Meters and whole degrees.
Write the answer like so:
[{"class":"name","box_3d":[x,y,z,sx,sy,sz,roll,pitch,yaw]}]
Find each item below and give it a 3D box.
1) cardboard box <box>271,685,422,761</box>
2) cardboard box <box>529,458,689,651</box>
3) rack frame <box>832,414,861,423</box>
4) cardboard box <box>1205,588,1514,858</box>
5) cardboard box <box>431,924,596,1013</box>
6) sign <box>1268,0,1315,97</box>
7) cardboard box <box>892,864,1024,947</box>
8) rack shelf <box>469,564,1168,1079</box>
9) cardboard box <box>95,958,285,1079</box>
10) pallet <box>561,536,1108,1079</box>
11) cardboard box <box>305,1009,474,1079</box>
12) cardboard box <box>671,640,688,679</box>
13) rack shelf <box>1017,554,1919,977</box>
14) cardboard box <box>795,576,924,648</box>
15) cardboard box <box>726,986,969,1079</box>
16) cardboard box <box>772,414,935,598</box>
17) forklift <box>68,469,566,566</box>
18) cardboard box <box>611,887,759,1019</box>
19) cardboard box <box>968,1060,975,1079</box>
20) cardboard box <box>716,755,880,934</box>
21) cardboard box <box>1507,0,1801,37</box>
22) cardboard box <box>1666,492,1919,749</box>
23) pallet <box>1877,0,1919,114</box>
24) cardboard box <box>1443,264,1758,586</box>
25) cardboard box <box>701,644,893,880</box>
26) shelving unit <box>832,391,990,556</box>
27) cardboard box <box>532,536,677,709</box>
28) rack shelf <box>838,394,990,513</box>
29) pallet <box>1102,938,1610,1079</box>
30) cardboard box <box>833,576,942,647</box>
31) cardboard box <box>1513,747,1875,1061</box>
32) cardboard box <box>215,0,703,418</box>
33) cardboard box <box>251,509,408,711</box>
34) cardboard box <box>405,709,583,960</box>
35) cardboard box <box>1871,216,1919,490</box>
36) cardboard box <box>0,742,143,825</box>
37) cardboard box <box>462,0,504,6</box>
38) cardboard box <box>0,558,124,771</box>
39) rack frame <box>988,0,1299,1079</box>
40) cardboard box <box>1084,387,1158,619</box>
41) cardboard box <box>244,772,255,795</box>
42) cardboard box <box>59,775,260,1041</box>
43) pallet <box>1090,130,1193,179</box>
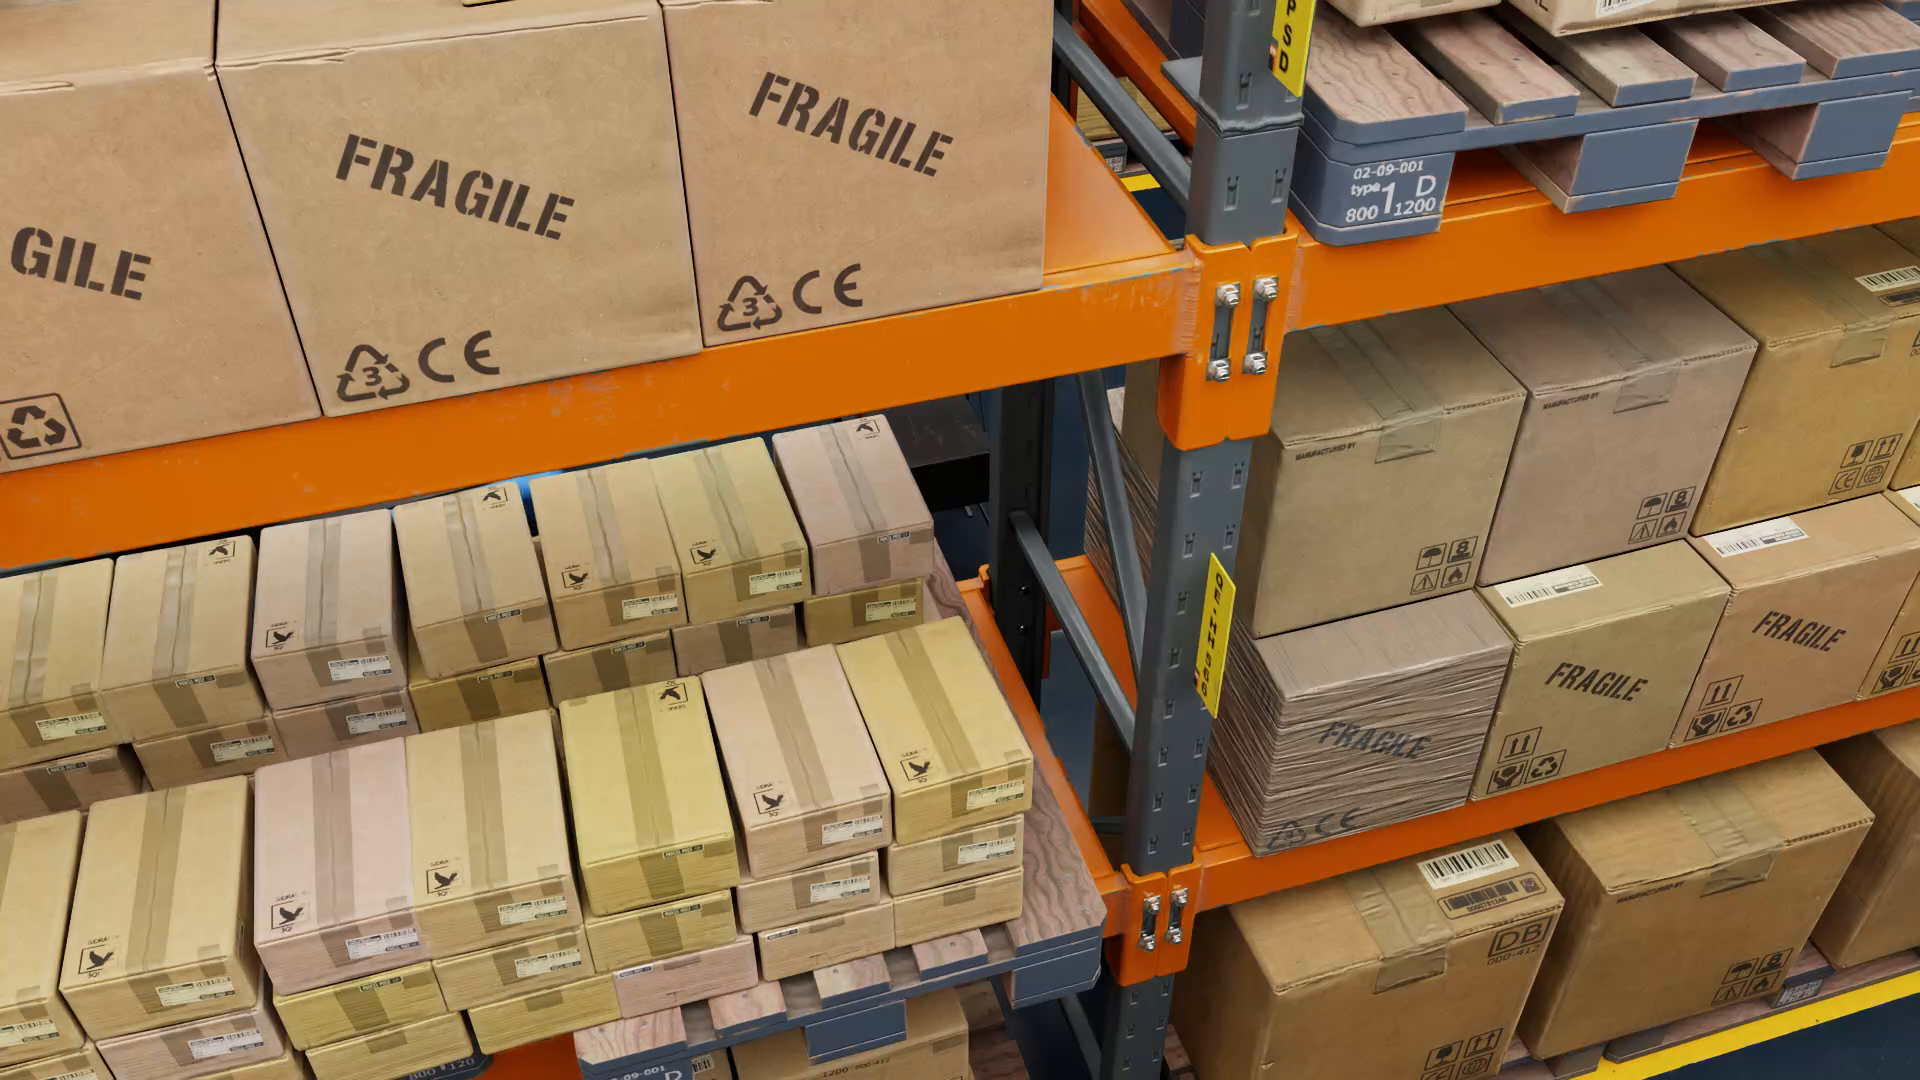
[{"class":"cardboard box","box_3d":[-1.234,0.242,3.339,0.250,0.149,0.380,-12,42,-13]},{"class":"cardboard box","box_3d":[-0.713,0.022,3.364,0.250,0.149,0.380,-12,43,-13]},{"class":"rack frame","box_3d":[-0.391,-0.710,5.467,0.015,2.100,0.400,-12,42,-13]},{"class":"cardboard box","box_3d":[0.786,0.283,3.570,0.500,0.500,0.500,-11,42,-13]},{"class":"cardboard box","box_3d":[-0.800,0.604,2.924,0.250,0.149,0.380,-12,42,-13]},{"class":"sign","box_3d":[0.438,-0.744,2.148,0.005,0.325,0.100,-12,42,-13]},{"class":"cardboard box","box_3d":[-0.055,0.562,3.198,0.250,0.149,0.380,-11,42,-12]},{"class":"rack shelf","box_3d":[-1.630,0.906,3.480,4.000,0.370,1.077,-12,42,-13]},{"class":"cardboard box","box_3d":[-1.287,0.704,2.810,0.250,0.149,0.380,-11,42,-12]},{"class":"pallet","box_3d":[-0.371,0.520,3.521,1.003,0.211,1.213,-12,42,-13]},{"class":"cardboard box","box_3d":[-1.033,0.762,2.969,0.250,0.149,0.380,-13,43,-15]},{"class":"cardboard box","box_3d":[-0.723,0.245,3.562,0.250,0.149,0.380,-10,42,-11]},{"class":"rack shelf","box_3d":[2.185,0.115,4.385,4.000,0.370,1.077,-12,42,-13]},{"class":"cardboard box","box_3d":[-0.244,0.034,3.577,0.250,0.149,0.380,-10,42,-11]},{"class":"cardboard box","box_3d":[-0.296,1.040,3.790,0.500,0.250,0.500,-13,43,-14]},{"class":"cardboard box","box_3d":[-0.226,-0.077,3.478,0.250,0.149,0.380,-12,42,-13]},{"class":"forklift","box_3d":[-2.713,-0.389,4.468,3.031,2.935,1.130,-16,44,-18]},{"class":"cardboard box","box_3d":[-0.538,0.661,3.085,0.250,0.149,0.380,-11,42,-12]},{"class":"cardboard box","box_3d":[-0.272,1.317,4.043,0.500,0.500,0.500,-12,43,-13]},{"class":"cardboard box","box_3d":[-0.311,0.501,3.042,0.250,0.149,0.380,-10,42,-11]},{"class":"cardboard box","box_3d":[1.034,-1.057,2.573,0.500,0.311,0.500,-12,42,-13]},{"class":"cardboard box","box_3d":[1.752,0.081,3.801,0.500,0.500,0.500,-12,42,-13]},{"class":"pallet","box_3d":[1.941,-1.202,3.210,1.213,0.211,1.003,-10,42,-11]},{"class":"cardboard box","box_3d":[1.190,-0.358,3.544,0.500,0.500,0.700,-12,43,-14]},{"class":"cardboard box","box_3d":[-0.293,0.385,2.949,0.250,0.149,0.380,-12,43,-14]},{"class":"shelving unit","box_3d":[-0.158,-0.758,5.522,0.503,2.100,0.431,-12,42,-13]},{"class":"cardboard box","box_3d":[-0.756,0.143,3.452,0.250,0.149,0.380,-13,43,-14]},{"class":"rack shelf","box_3d":[-0.158,-0.221,5.991,0.480,0.518,0.431,-12,42,-13]},{"class":"pallet","box_3d":[1.052,1.181,4.737,1.213,0.211,1.003,-12,42,-13]},{"class":"cardboard box","box_3d":[-0.210,0.138,3.684,0.250,0.149,0.380,-12,43,-14]},{"class":"cardboard box","box_3d":[1.718,0.690,4.571,0.750,0.750,1.050,-11,42,-12]},{"class":"cardboard box","box_3d":[-0.664,-0.548,2.242,0.500,0.500,0.500,-12,42,-13]},{"class":"cardboard box","box_3d":[-1.223,0.129,3.242,0.250,0.149,0.380,-10,42,-11]},{"class":"cardboard box","box_3d":[-0.796,0.492,2.827,0.250,0.149,0.380,-11,42,-12]},{"class":"cardboard box","box_3d":[2.166,-0.562,3.777,0.500,0.500,0.700,-12,43,-13]},{"class":"cardboard box","box_3d":[-1.728,0.345,3.221,0.250,0.149,0.380,-10,42,-12]},{"class":"cardboard box","box_3d":[-0.515,-0.862,2.019,0.258,0.266,0.396,-12,42,-13]},{"class":"cardboard box","box_3d":[-1.714,0.230,3.127,0.250,0.149,0.380,-12,43,-14]},{"class":"rack frame","box_3d":[0.277,0.240,3.696,0.127,3.000,1.000,-12,42,-13]},{"class":"cardboard box","box_3d":[0.626,-0.055,3.958,0.500,0.500,0.500,-12,42,-13]},{"class":"cardboard box","box_3d":[-1.474,0.401,3.383,0.250,0.149,0.380,-11,42,-12]},{"class":"cardboard box","box_3d":[-1.287,0.591,2.713,0.250,0.149,0.380,-10,42,-11]},{"class":"pallet","box_3d":[0.601,-2.189,8.595,1.213,0.211,1.003,-12,42,-13]}]
